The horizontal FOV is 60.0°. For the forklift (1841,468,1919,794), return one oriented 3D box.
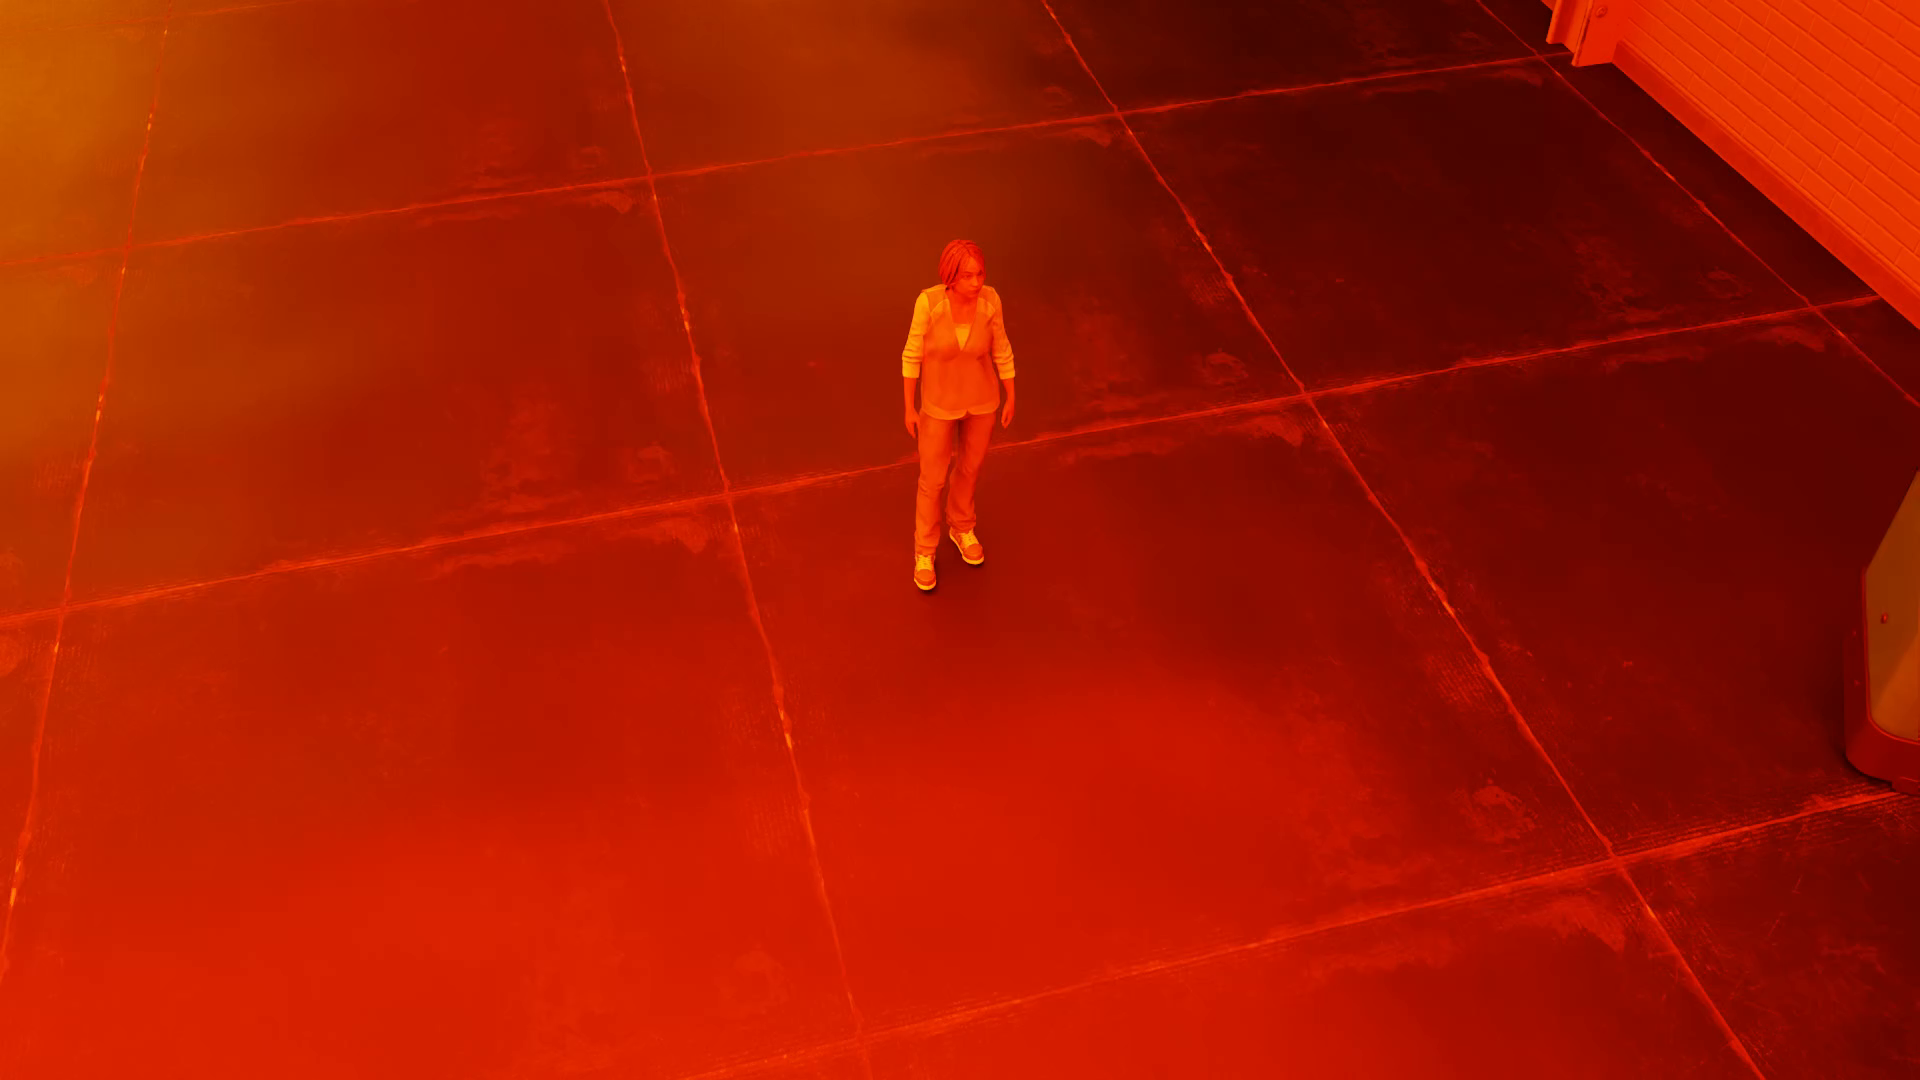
[{"bbox_3d":[5.167,-0.065,5.714,3.031,2.935,1.130,14,45,15],"label":"forklift"}]

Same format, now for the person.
[{"bbox_3d":[0.005,-0.535,7.171,0.520,1.597,0.475,-10,44,-11],"label":"person"}]
